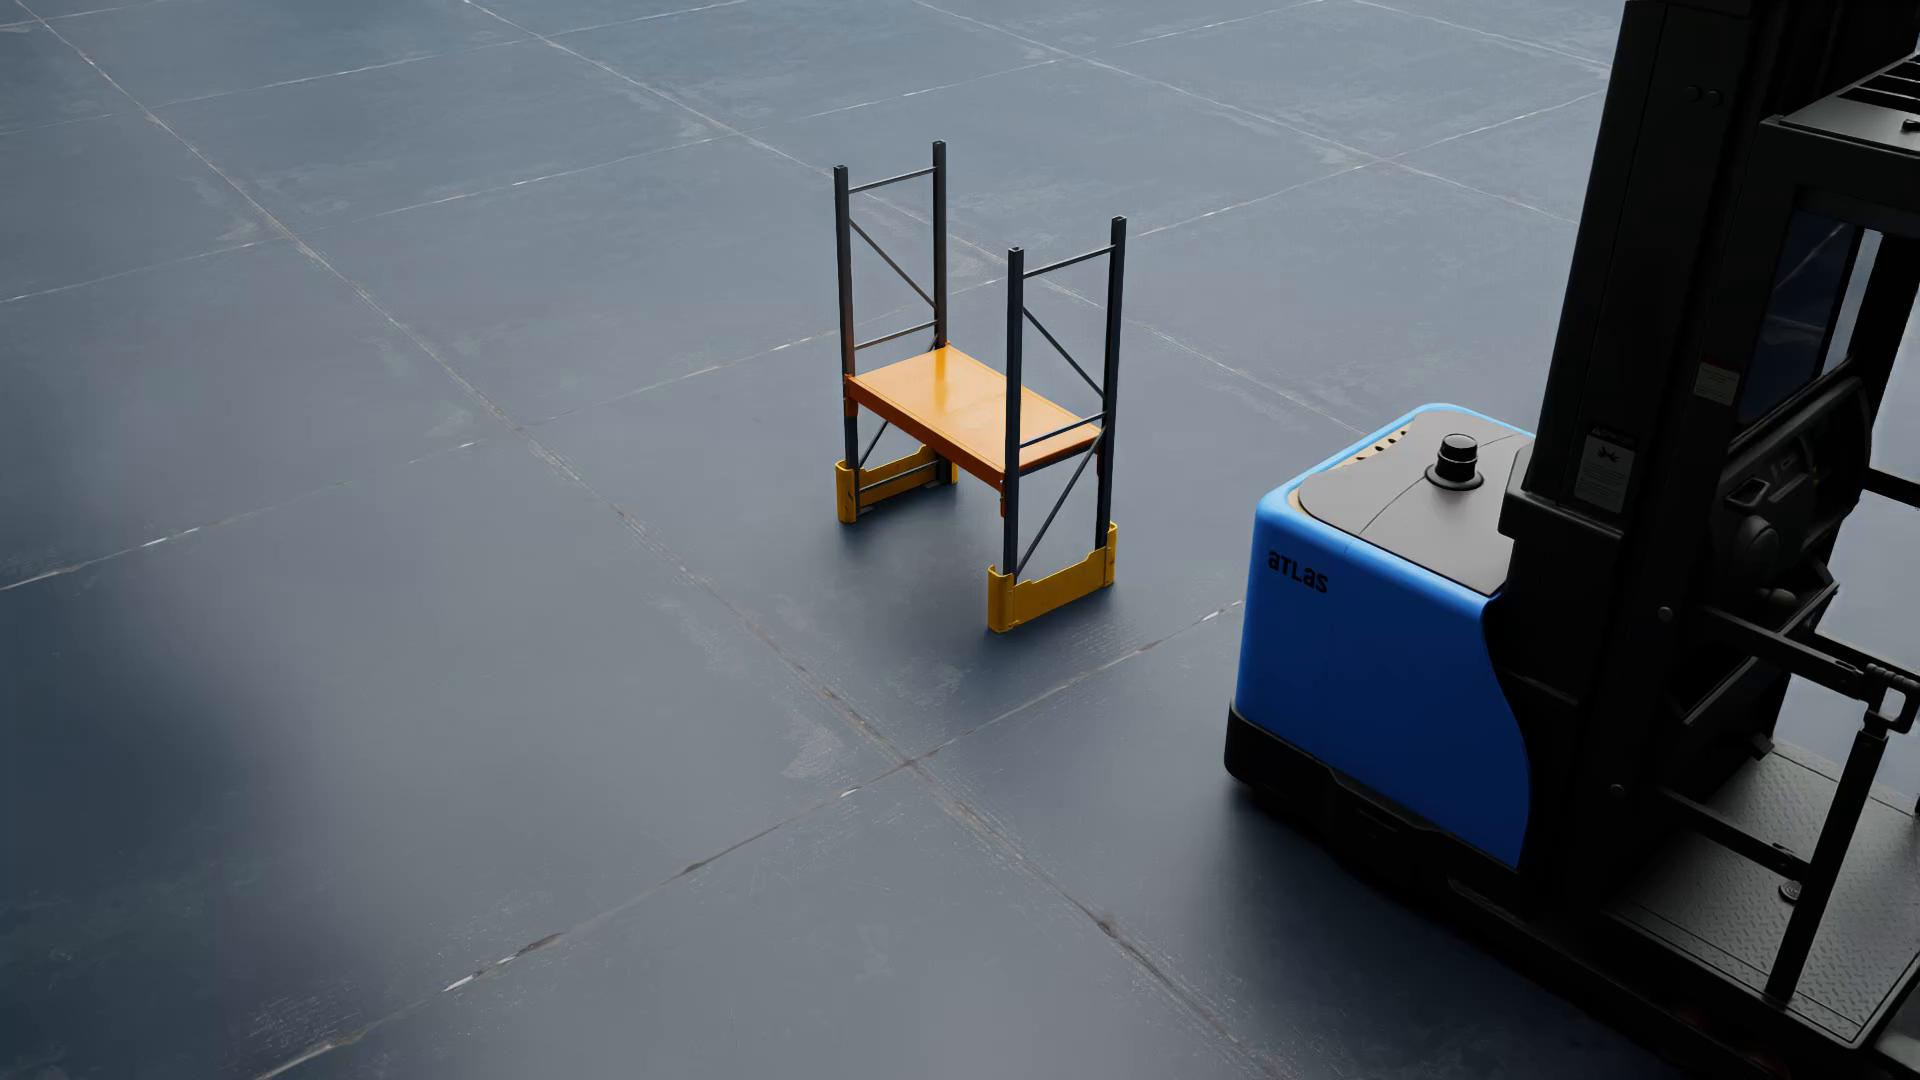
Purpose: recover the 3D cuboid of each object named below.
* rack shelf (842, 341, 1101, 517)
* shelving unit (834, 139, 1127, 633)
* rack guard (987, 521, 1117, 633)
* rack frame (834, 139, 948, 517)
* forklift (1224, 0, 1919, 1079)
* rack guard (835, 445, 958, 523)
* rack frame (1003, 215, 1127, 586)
[{"bbox_3d":[0.052,-0.449,6.392,0.538,0.185,1.000,-22,38,-31],"label":"rack shelf"},{"bbox_3d":[0.047,-0.605,6.303,0.587,1.500,1.083,-22,38,-31],"label":"shelving unit"},{"bbox_3d":[0.352,0.133,6.299,0.587,0.250,0.087,-22,38,-31],"label":"rack guard"},{"bbox_3d":[-0.259,-0.813,6.638,0.500,1.500,0.032,-22,38,-31],"label":"rack frame"},{"bbox_3d":[2.246,-0.069,4.083,1.130,2.935,3.031,-27,41,-36],"label":"forklift"},{"bbox_3d":[-0.259,-0.282,6.967,0.587,0.250,0.087,-22,38,-31],"label":"rack guard"},{"bbox_3d":[0.364,-0.390,5.956,0.500,1.500,0.032,-22,38,-31],"label":"rack frame"}]
